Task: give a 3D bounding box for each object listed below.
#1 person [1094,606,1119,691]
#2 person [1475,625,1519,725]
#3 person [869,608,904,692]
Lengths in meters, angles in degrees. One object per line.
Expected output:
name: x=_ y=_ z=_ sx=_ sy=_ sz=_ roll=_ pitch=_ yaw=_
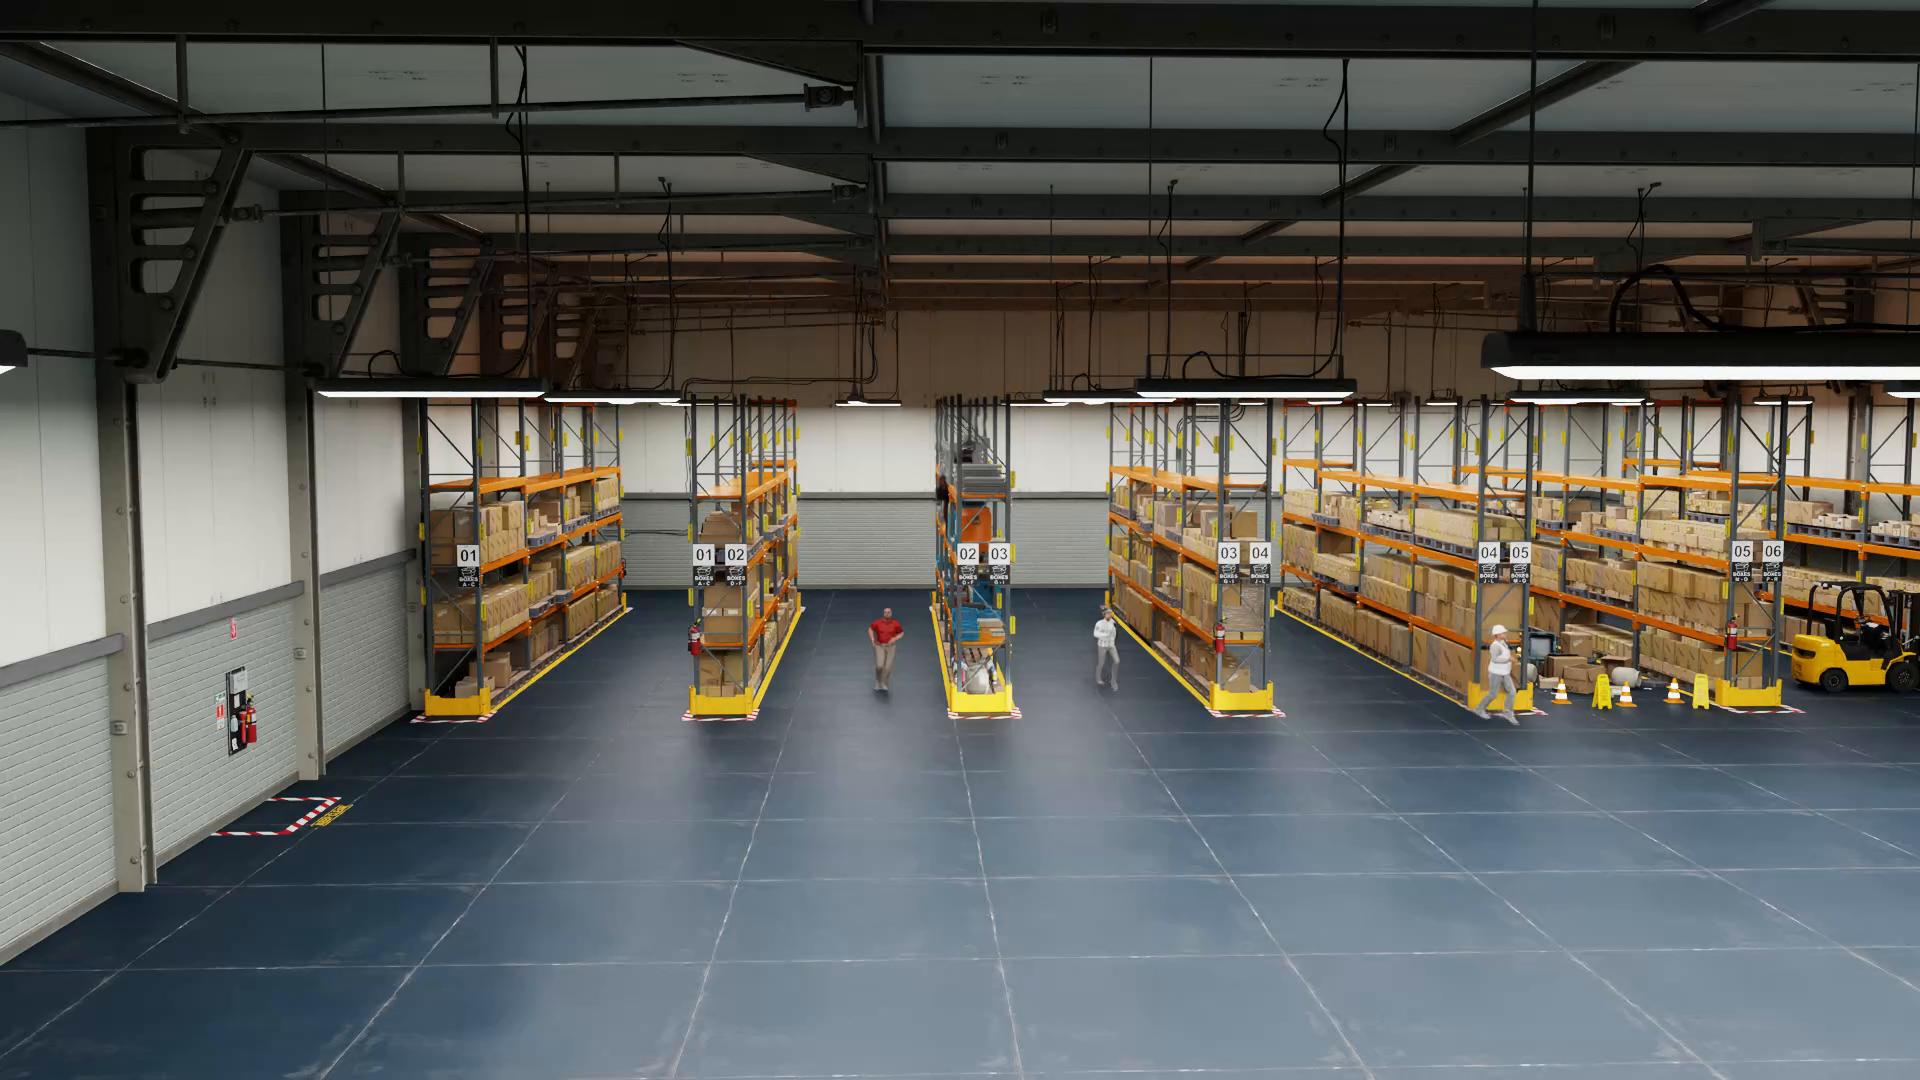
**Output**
person: x=2.969 y=2.210 z=34.120 sx=0.588 sy=1.741 sz=0.794 roll=-2 pitch=5 yaw=-20
person: x=9.802 y=2.457 z=30.302 sx=0.800 sy=1.836 sz=0.643 roll=4 pitch=6 yaw=40
person: x=-1.491 y=2.230 z=33.714 sx=0.701 sy=1.724 sz=0.584 roll=0 pitch=5 yaw=-4
